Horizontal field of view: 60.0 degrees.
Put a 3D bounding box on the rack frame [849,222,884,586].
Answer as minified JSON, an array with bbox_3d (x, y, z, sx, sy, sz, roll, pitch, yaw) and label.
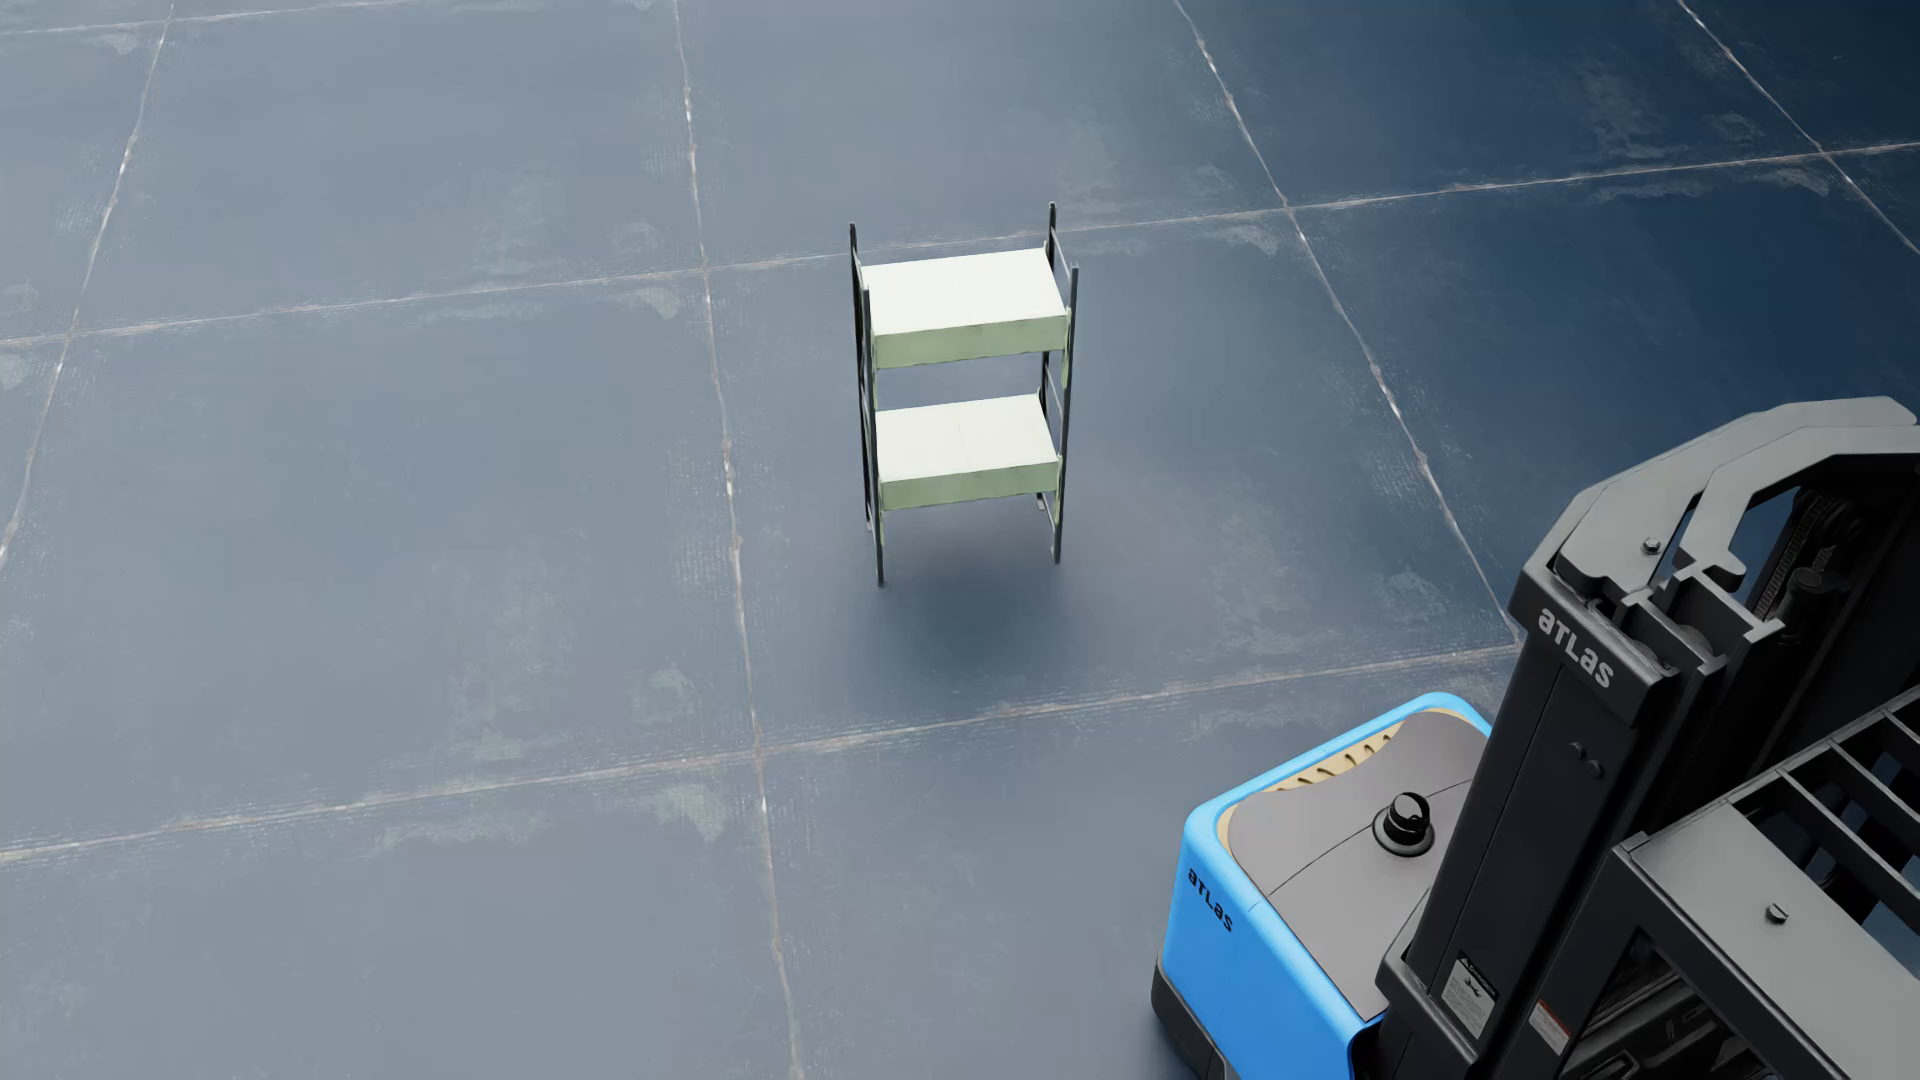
[{"bbox_3d":[-0.354,-0.476,6.361,0.023,1.500,0.400,-7,46,-7],"label":"rack frame"}]

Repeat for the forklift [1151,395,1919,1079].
[{"bbox_3d":[1.781,1.261,3.693,1.130,2.935,3.031,-22,50,-20],"label":"forklift"}]

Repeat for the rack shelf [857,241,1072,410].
[{"bbox_3d":[0.007,-0.792,6.123,0.720,0.370,0.431,-7,46,-7],"label":"rack shelf"}]

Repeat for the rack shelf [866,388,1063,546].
[{"bbox_3d":[0.007,-0.295,6.639,0.720,0.370,0.431,-7,46,-7],"label":"rack shelf"}]

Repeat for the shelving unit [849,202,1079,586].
[{"bbox_3d":[0.007,-0.521,6.404,0.755,1.500,0.431,-7,46,-7],"label":"shelving unit"}]

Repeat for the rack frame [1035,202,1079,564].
[{"bbox_3d":[0.367,-0.566,6.447,0.023,1.500,0.400,-7,46,-7],"label":"rack frame"}]
